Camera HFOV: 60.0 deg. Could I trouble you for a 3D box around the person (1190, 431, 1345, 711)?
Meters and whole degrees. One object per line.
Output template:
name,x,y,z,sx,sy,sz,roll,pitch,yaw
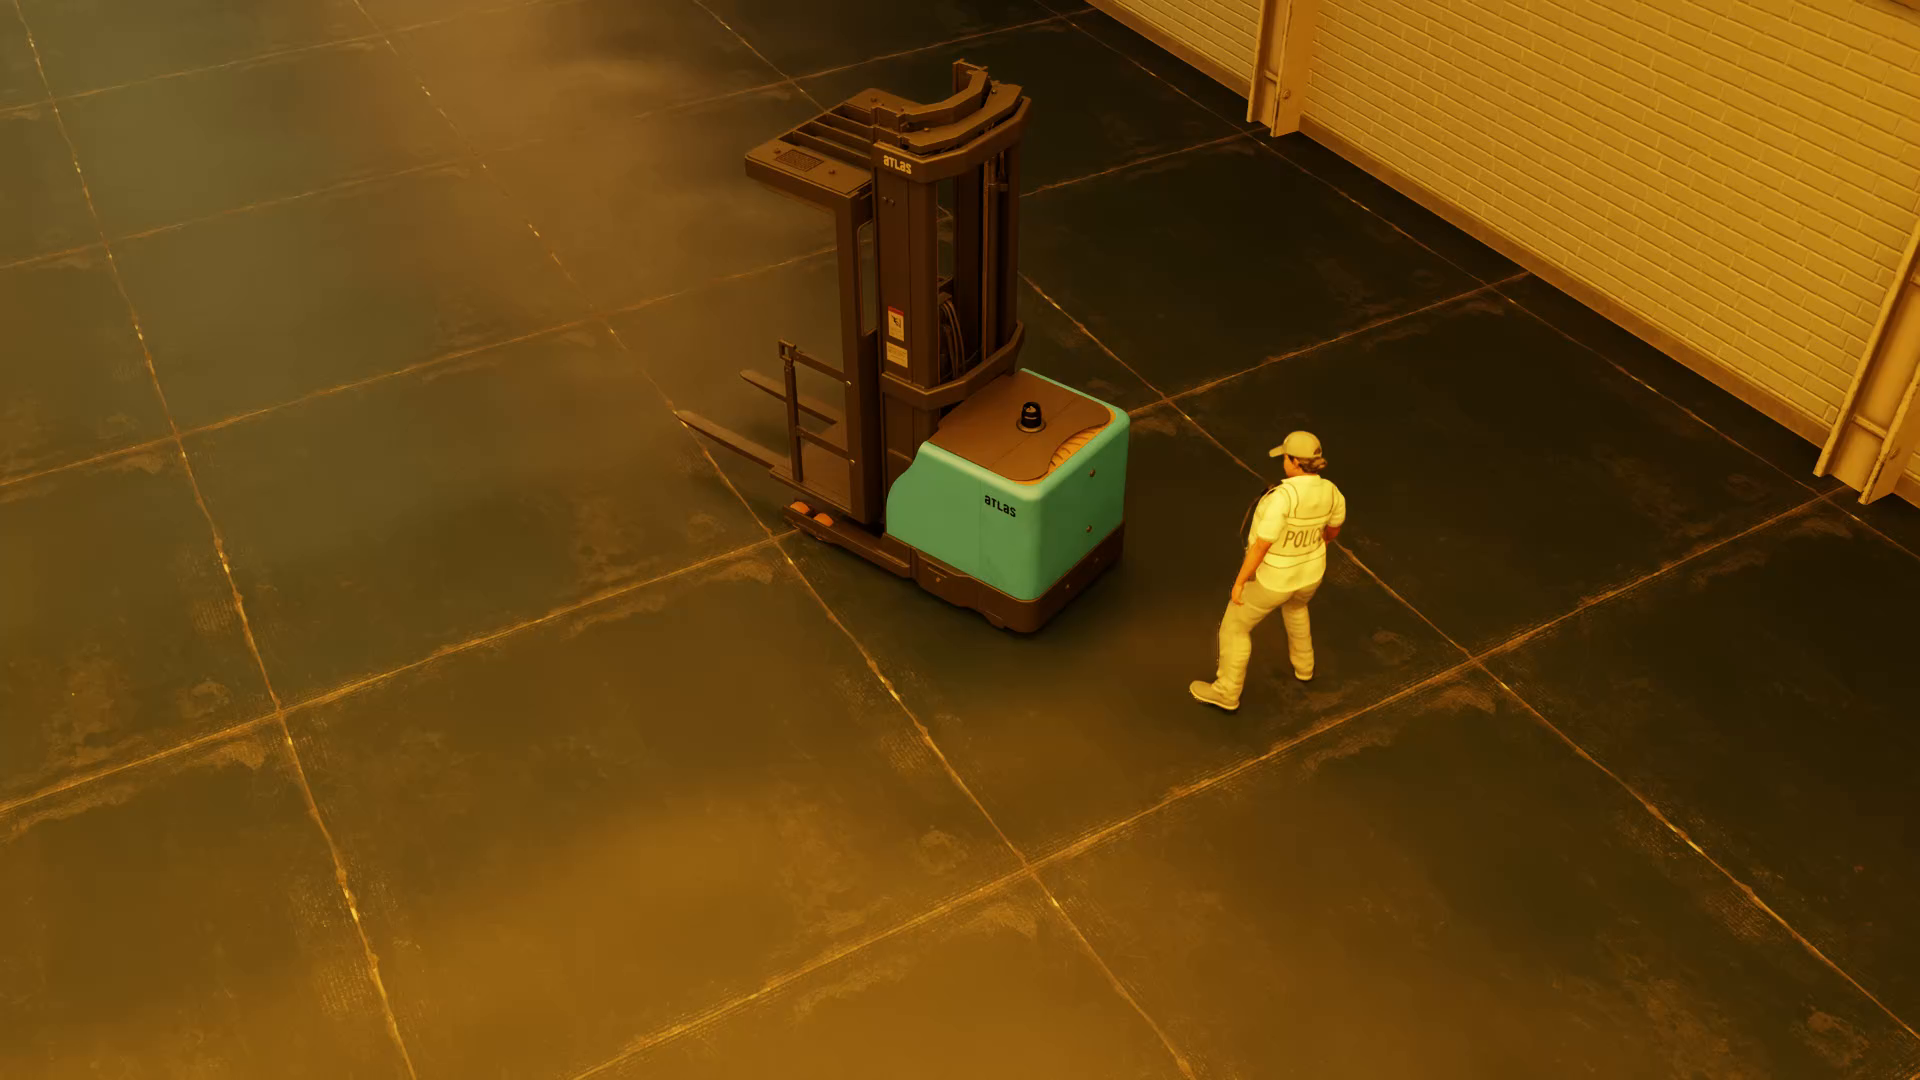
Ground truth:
person,1.697,0.154,8.883,0.840,1.626,0.443,-19,43,-22

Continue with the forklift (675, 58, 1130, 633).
forklift,-0.481,-1.366,9.683,3.031,2.935,1.130,26,46,28
